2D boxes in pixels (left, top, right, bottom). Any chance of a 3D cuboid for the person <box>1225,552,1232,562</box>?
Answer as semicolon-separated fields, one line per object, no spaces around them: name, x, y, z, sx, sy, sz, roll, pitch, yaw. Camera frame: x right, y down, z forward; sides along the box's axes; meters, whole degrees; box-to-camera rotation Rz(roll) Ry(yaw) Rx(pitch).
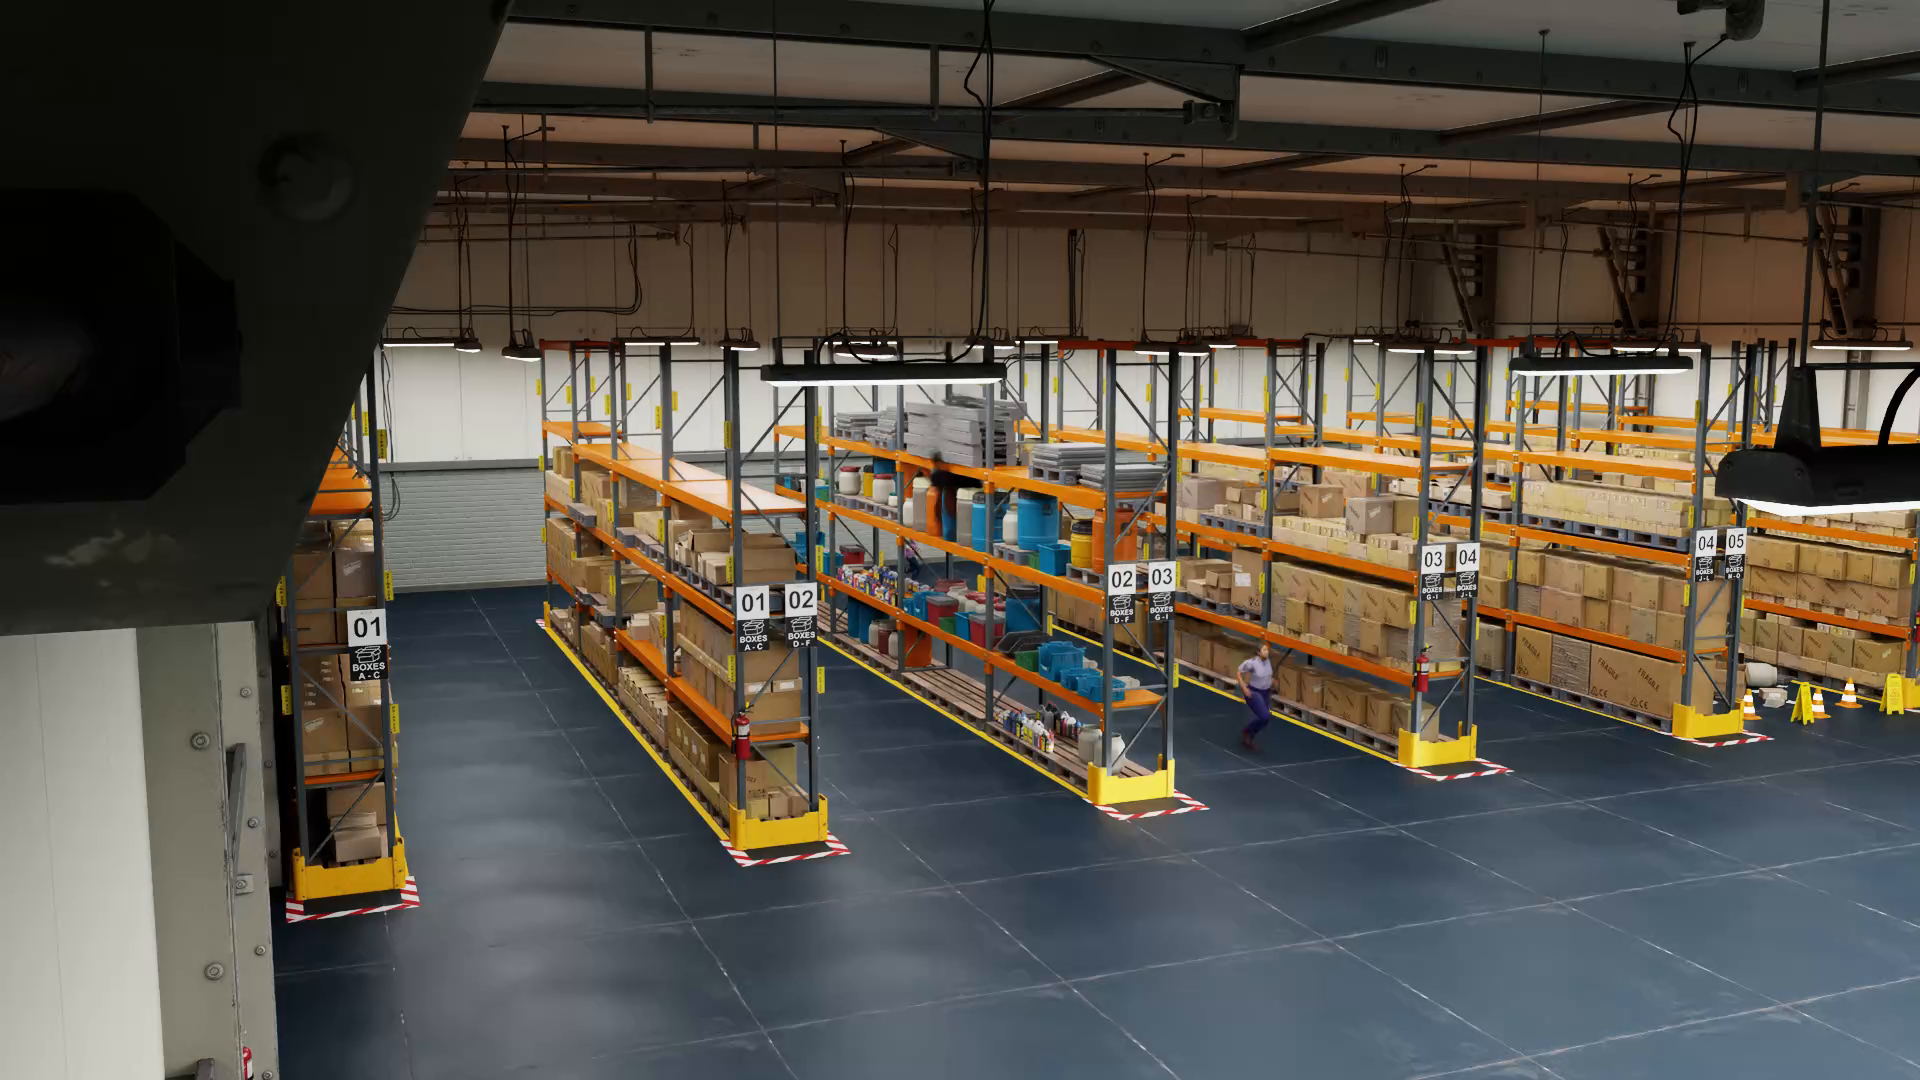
person;6.849;0.143;41.076;0.724;1.793;0.688;-7;10;-41

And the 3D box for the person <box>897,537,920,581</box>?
person;-1.222;0.397;39.804;0.615;1.533;0.539;-1;8;-8

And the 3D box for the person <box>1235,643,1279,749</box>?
person;4.457;2.329;24.740;0.604;1.596;0.587;-7;10;-42
